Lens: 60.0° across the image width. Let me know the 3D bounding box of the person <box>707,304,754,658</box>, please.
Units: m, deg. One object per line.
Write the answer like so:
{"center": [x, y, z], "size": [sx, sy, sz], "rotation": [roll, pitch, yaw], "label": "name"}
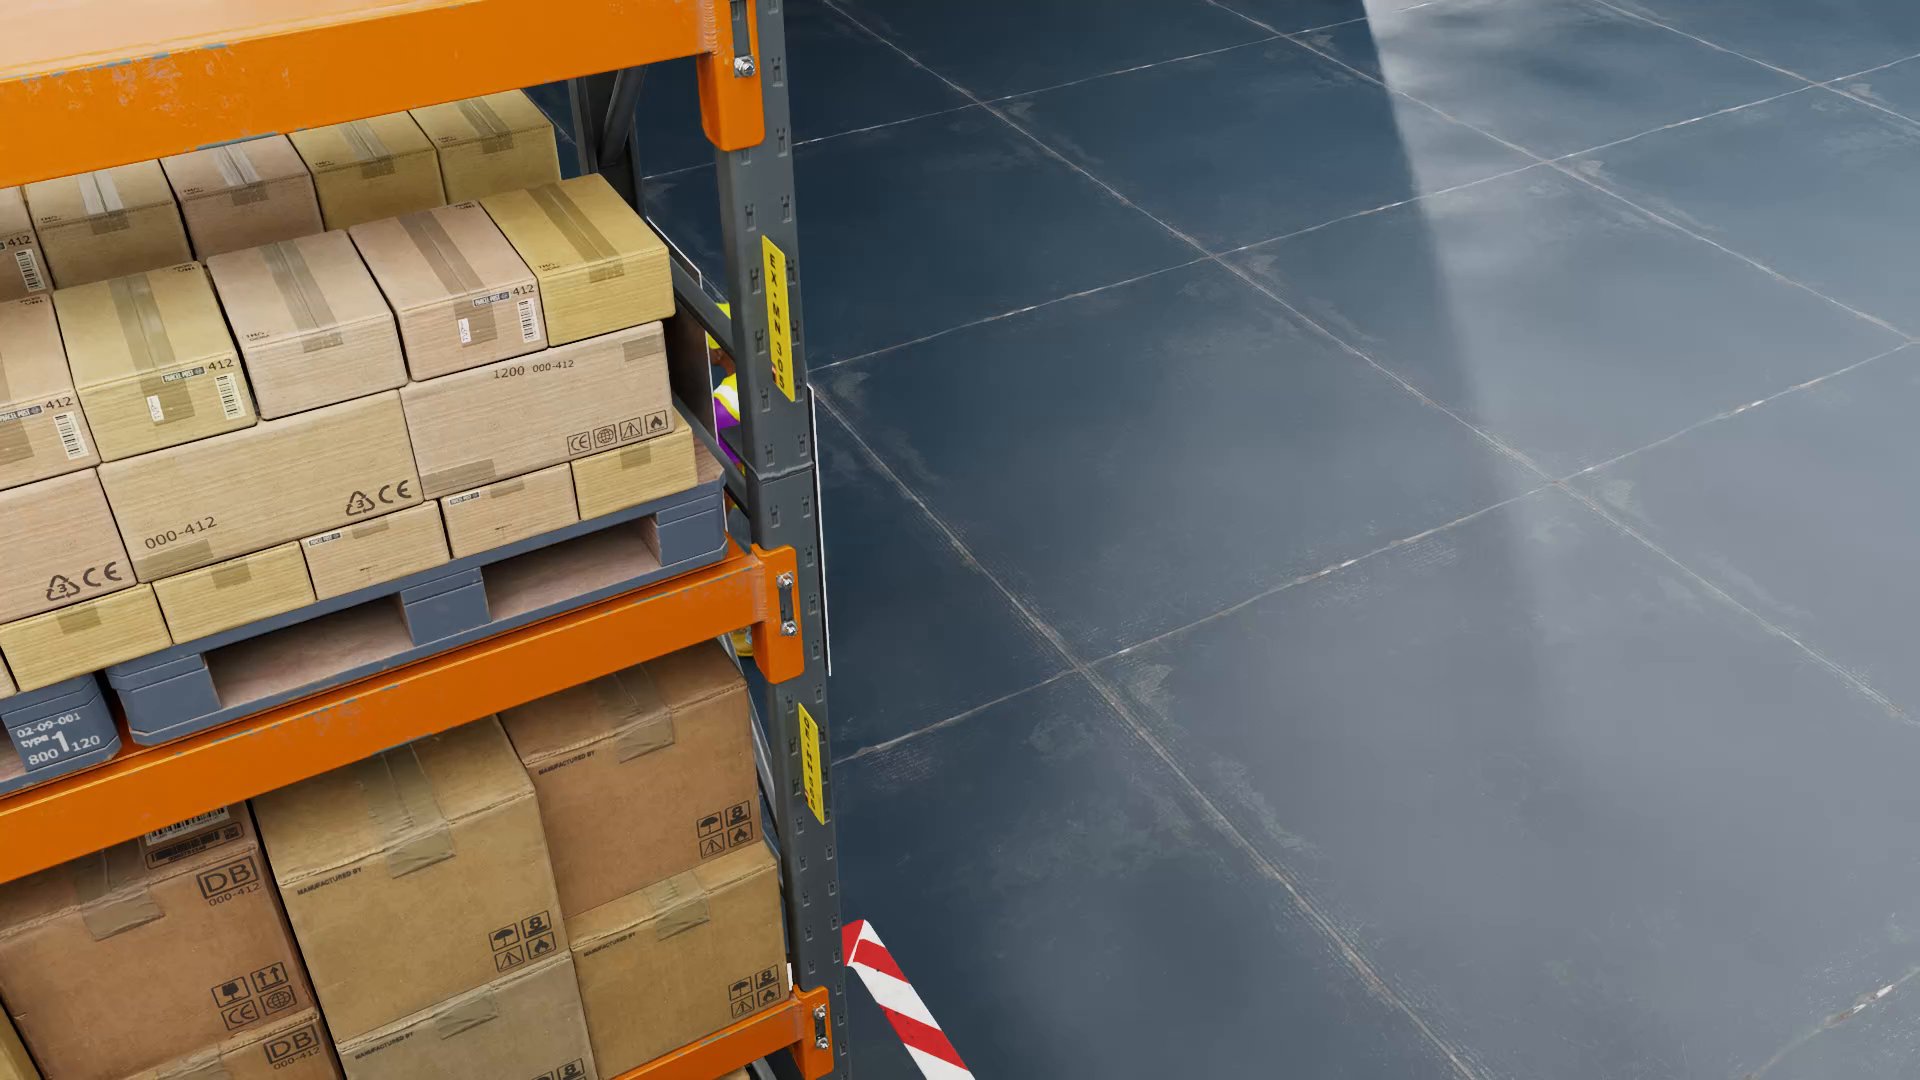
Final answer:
{"center": [-0.896, -0.242, 7.240], "size": [0.461, 1.759, 0.631], "rotation": [17, 40, 21], "label": "person"}
